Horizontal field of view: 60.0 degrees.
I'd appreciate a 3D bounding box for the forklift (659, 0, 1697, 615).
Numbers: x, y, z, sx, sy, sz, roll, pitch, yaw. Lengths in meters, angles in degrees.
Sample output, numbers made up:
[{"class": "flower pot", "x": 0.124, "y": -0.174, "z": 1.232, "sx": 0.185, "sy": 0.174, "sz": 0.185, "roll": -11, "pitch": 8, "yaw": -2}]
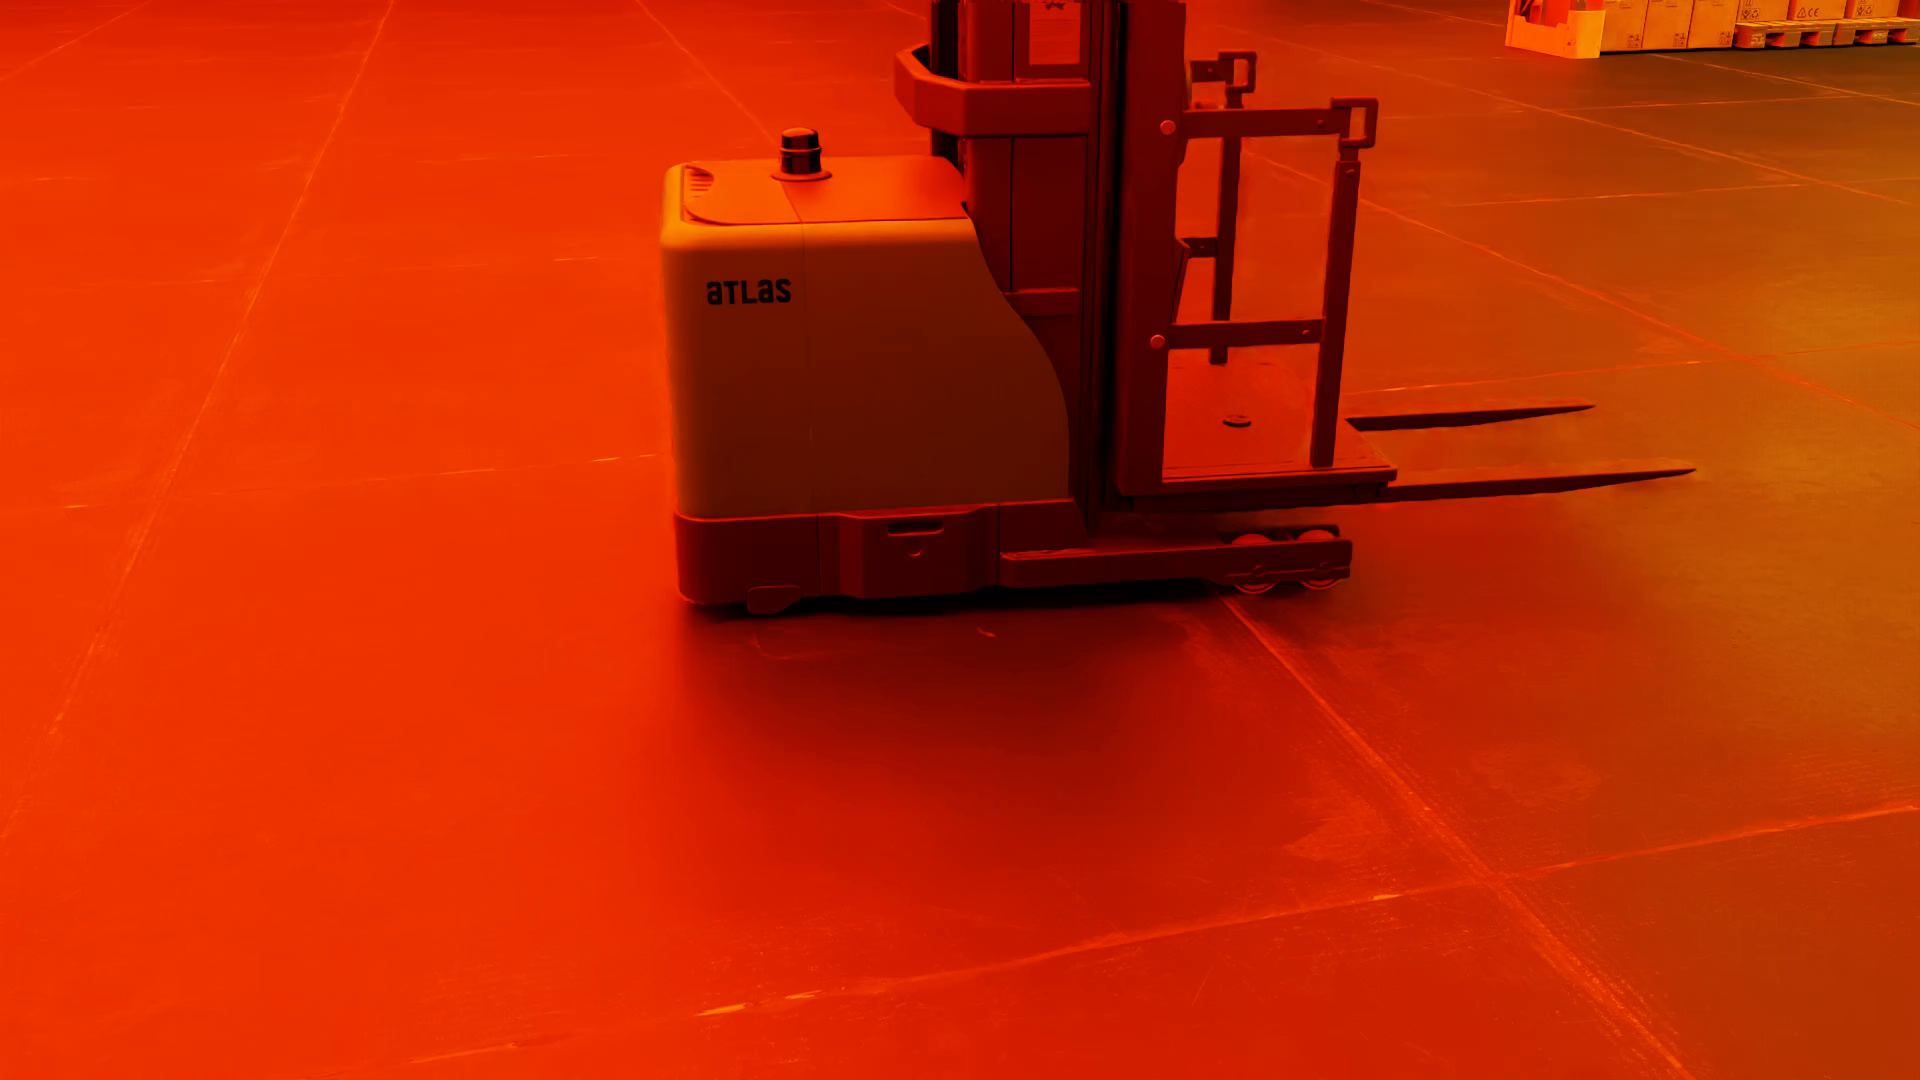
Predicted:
[{"class": "forklift", "x": 0.666, "y": -1.398, "z": 4.595, "sx": 3.031, "sy": 2.935, "sz": 1.130, "roll": -3, "pitch": 23, "yaw": -8}]
